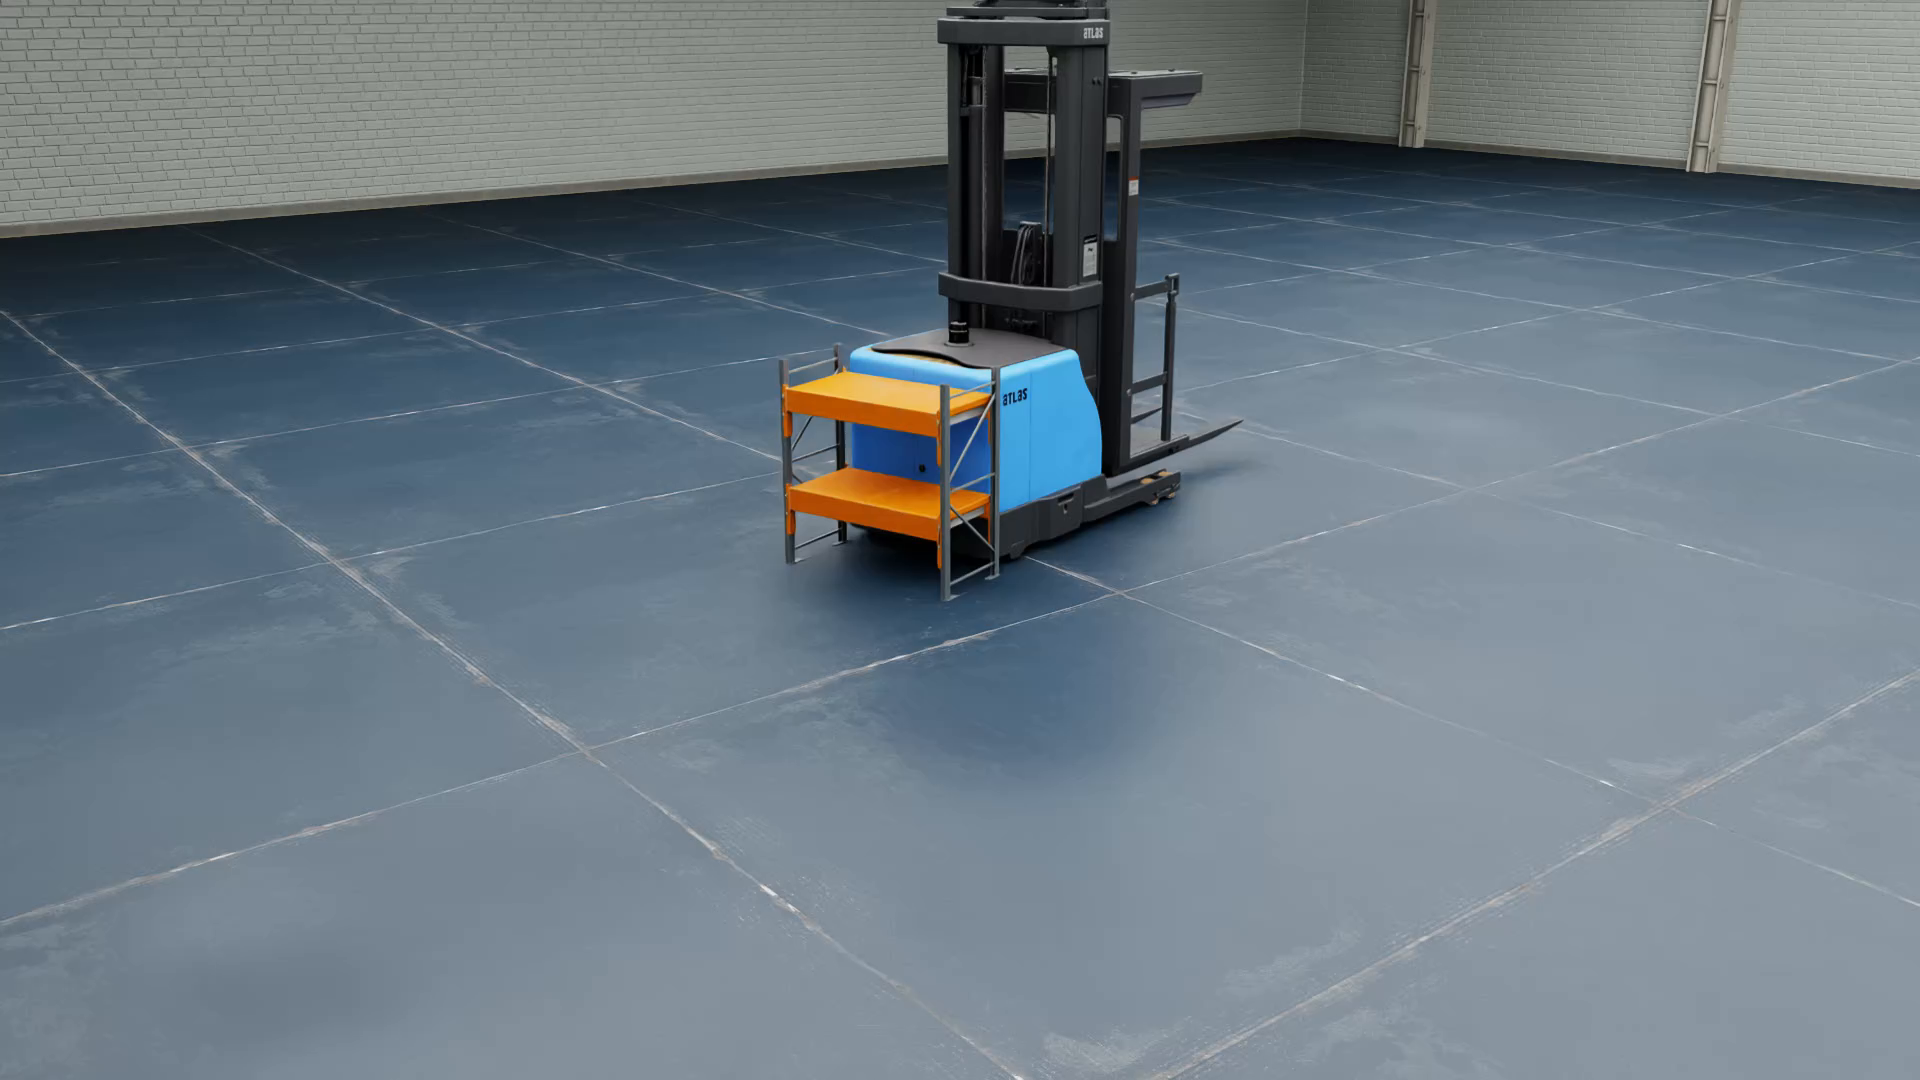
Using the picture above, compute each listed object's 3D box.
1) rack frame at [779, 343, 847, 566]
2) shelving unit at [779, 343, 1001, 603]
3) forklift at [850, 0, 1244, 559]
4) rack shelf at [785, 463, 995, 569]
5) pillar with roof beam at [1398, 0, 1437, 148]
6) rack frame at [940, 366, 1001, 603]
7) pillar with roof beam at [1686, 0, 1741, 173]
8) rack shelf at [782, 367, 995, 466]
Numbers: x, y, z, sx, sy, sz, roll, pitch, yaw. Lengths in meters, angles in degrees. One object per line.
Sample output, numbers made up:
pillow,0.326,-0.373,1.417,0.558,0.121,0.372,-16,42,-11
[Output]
rack frame,-0.786,-0.463,8.972,0.032,1.125,0.500,12,22,32
shelving unit,-0.366,-0.373,8.700,1.048,1.125,0.538,12,22,32
forklift,0.691,-1.683,9.781,1.130,2.935,3.031,14,23,36
rack shelf,-0.366,-0.141,8.777,1.000,0.278,0.538,12,22,32
pillar with roof beam,5.521,-11.185,28.826,9.100,9.000,0.400,-14,23,-36
rack frame,0.054,-0.283,8.428,0.032,1.125,0.500,12,22,32
pillar with roof beam,9.247,-9.707,24.361,9.100,9.000,0.400,-14,23,-36
rack shelf,-0.366,-0.651,8.608,1.000,0.278,0.538,12,22,32
